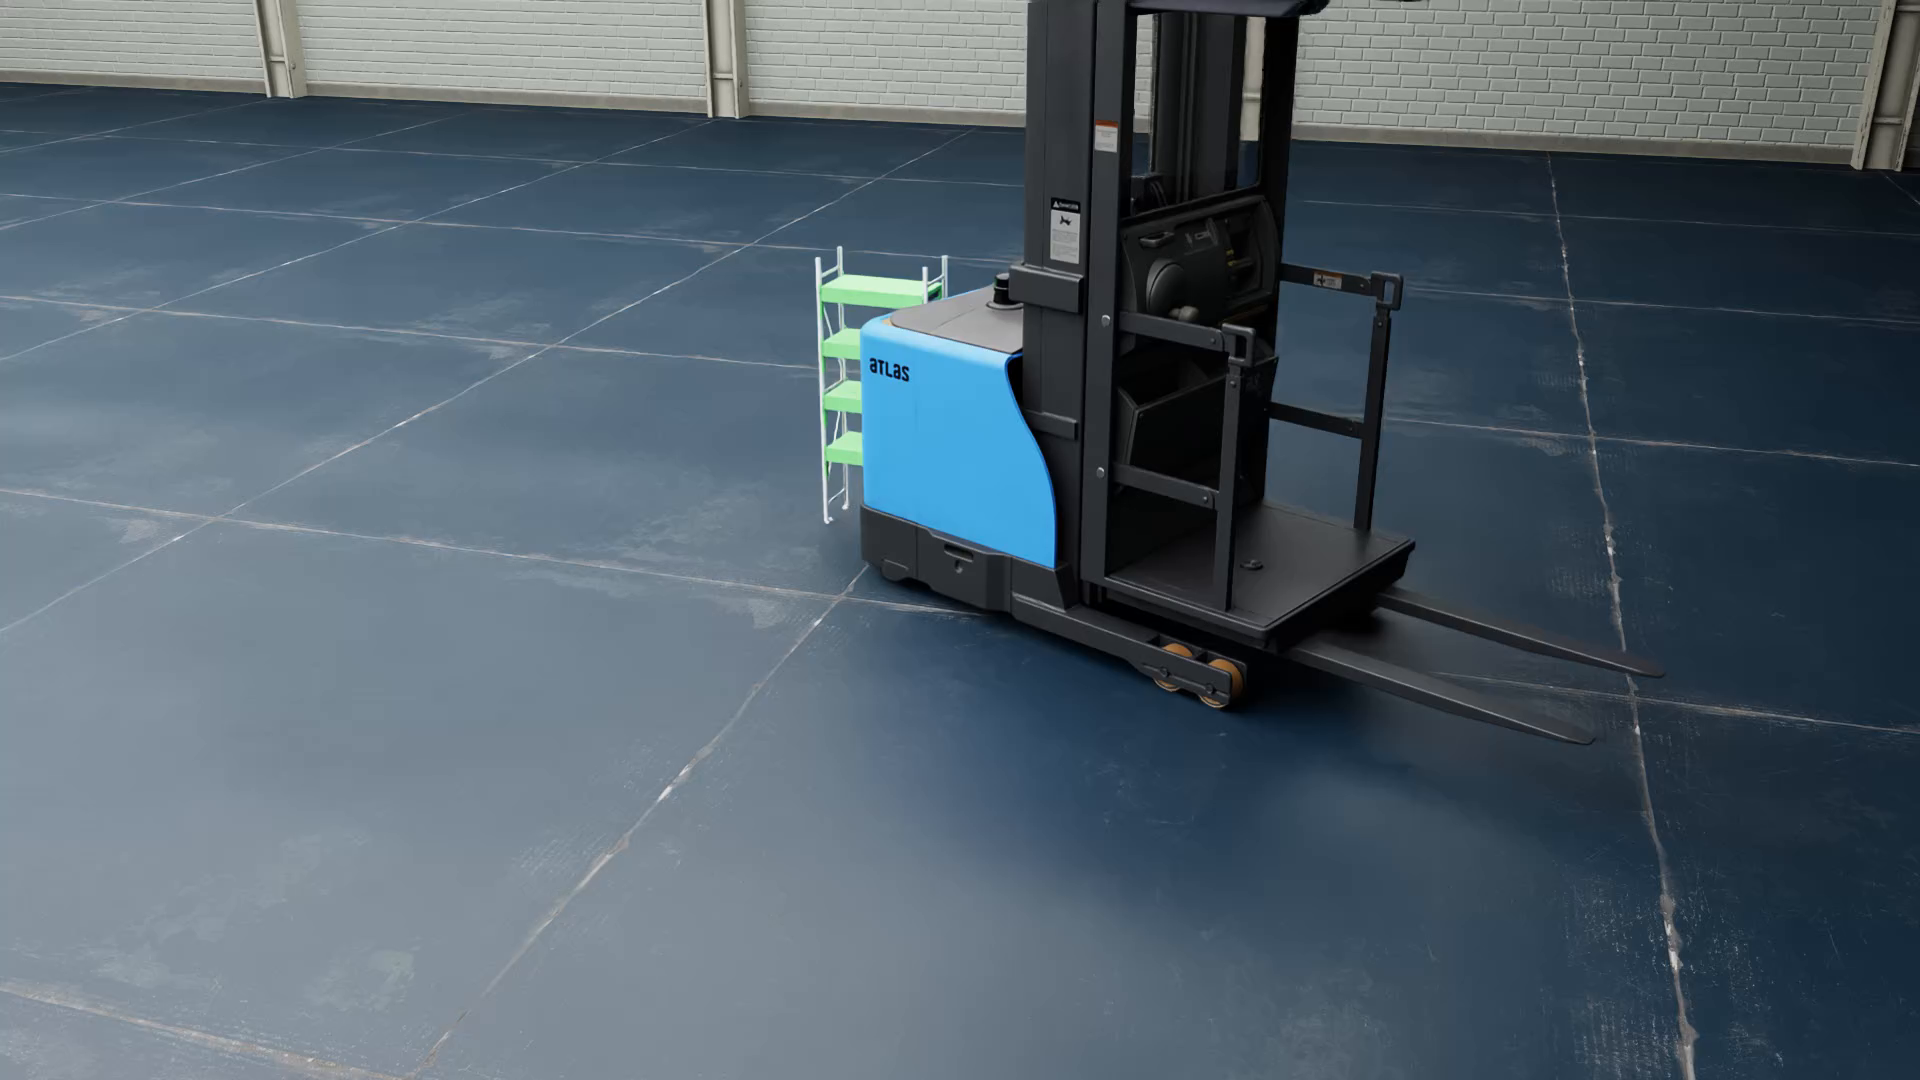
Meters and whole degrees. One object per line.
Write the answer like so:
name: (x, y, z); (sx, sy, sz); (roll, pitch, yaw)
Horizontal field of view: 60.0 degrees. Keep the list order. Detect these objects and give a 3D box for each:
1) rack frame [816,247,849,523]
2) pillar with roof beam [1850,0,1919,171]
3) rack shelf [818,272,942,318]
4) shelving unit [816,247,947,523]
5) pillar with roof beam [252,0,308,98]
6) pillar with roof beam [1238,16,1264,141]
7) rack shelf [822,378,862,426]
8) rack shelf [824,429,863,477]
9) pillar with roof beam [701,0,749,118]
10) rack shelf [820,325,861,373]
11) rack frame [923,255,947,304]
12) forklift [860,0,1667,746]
rack frame: (-0.560, -0.673, 7.331); (0.015, 1.200, 0.240); (8, 24, 19)
pillar with roof beam: (7.574, -6.186, 10.494); (0.400, 9.000, 9.100); (7, 23, 16)
rack shelf: (-0.331, -1.026, 7.093); (0.480, 0.148, 0.258); (8, 24, 19)
shelving unit: (-0.331, -0.641, 7.251); (0.503, 1.200, 0.258); (8, 24, 19)
pillar with roof beam: (-9.658, -8.159, 15.304); (0.400, 9.000, 9.100); (7, 23, 16)
pillar with roof beam: (1.830, -6.844, 12.097); (0.400, 9.000, 9.100); (7, 23, 16)
rack shelf: (-0.331, -0.582, 7.275); (0.480, 0.148, 0.258); (8, 24, 19)
rack shelf: (-0.331, -0.360, 7.366); (0.480, 0.148, 0.258); (8, 24, 19)
pillar with roof beam: (-3.914, -7.502, 13.701); (0.400, 9.000, 9.100); (7, 23, 16)
rack shelf: (-0.331, -0.804, 7.184); (0.480, 0.148, 0.258); (8, 24, 19)
rack frame: (-0.103, -0.608, 7.171); (0.015, 1.200, 0.240); (8, 24, 19)
forklift: (1.028, -0.992, 5.827); (3.031, 2.935, 1.130); (18, 29, 38)
